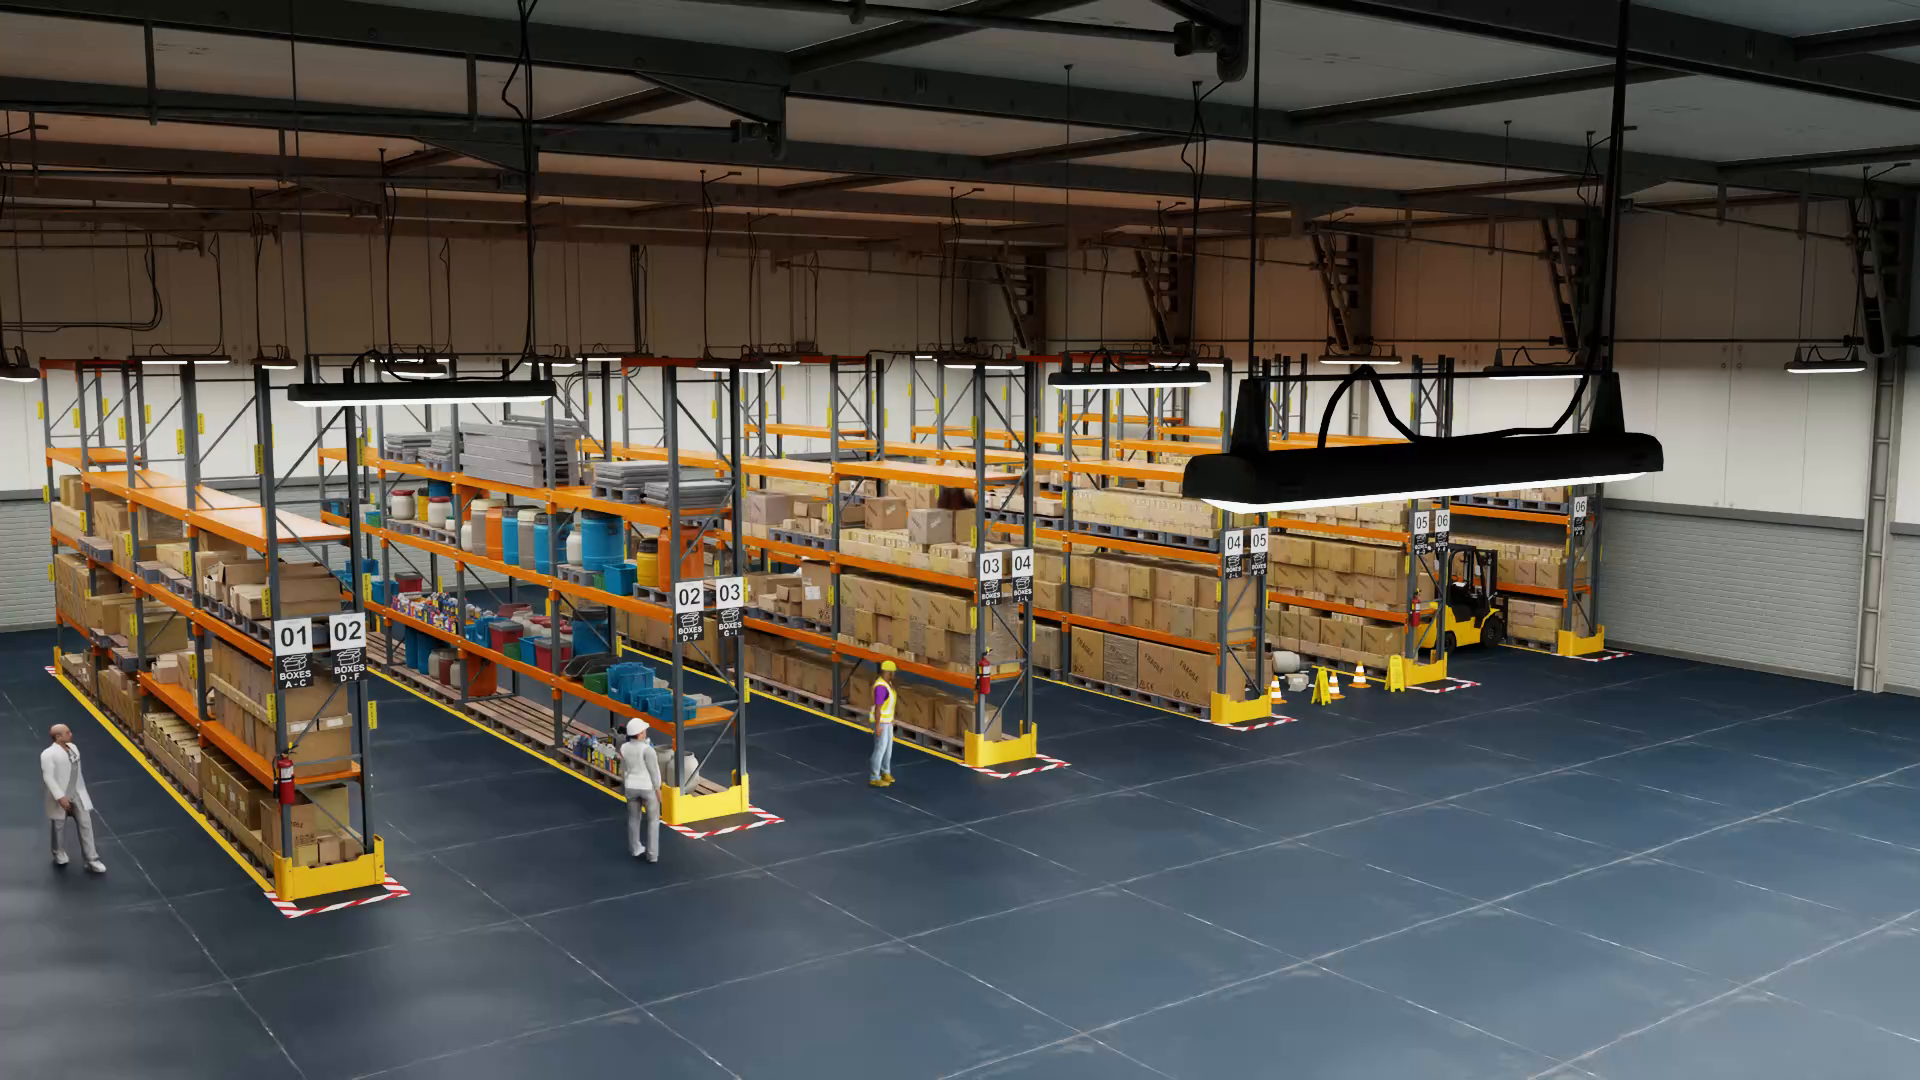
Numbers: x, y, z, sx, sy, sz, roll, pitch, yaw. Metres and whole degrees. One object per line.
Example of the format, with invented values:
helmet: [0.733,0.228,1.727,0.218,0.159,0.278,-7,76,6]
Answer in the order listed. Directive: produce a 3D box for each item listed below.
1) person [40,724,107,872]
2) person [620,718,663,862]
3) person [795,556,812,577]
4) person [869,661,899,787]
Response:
person: [-10.670,3.062,19.871,1.025,1.739,0.538,6,9,43]
person: [-3.890,3.028,20.368,0.546,1.777,0.525,1,7,10]
person: [-3.188,1.184,35.516,0.569,1.726,1.056,-5,9,-38]
person: [-1.089,2.603,23.788,0.408,1.775,0.656,1,7,11]
